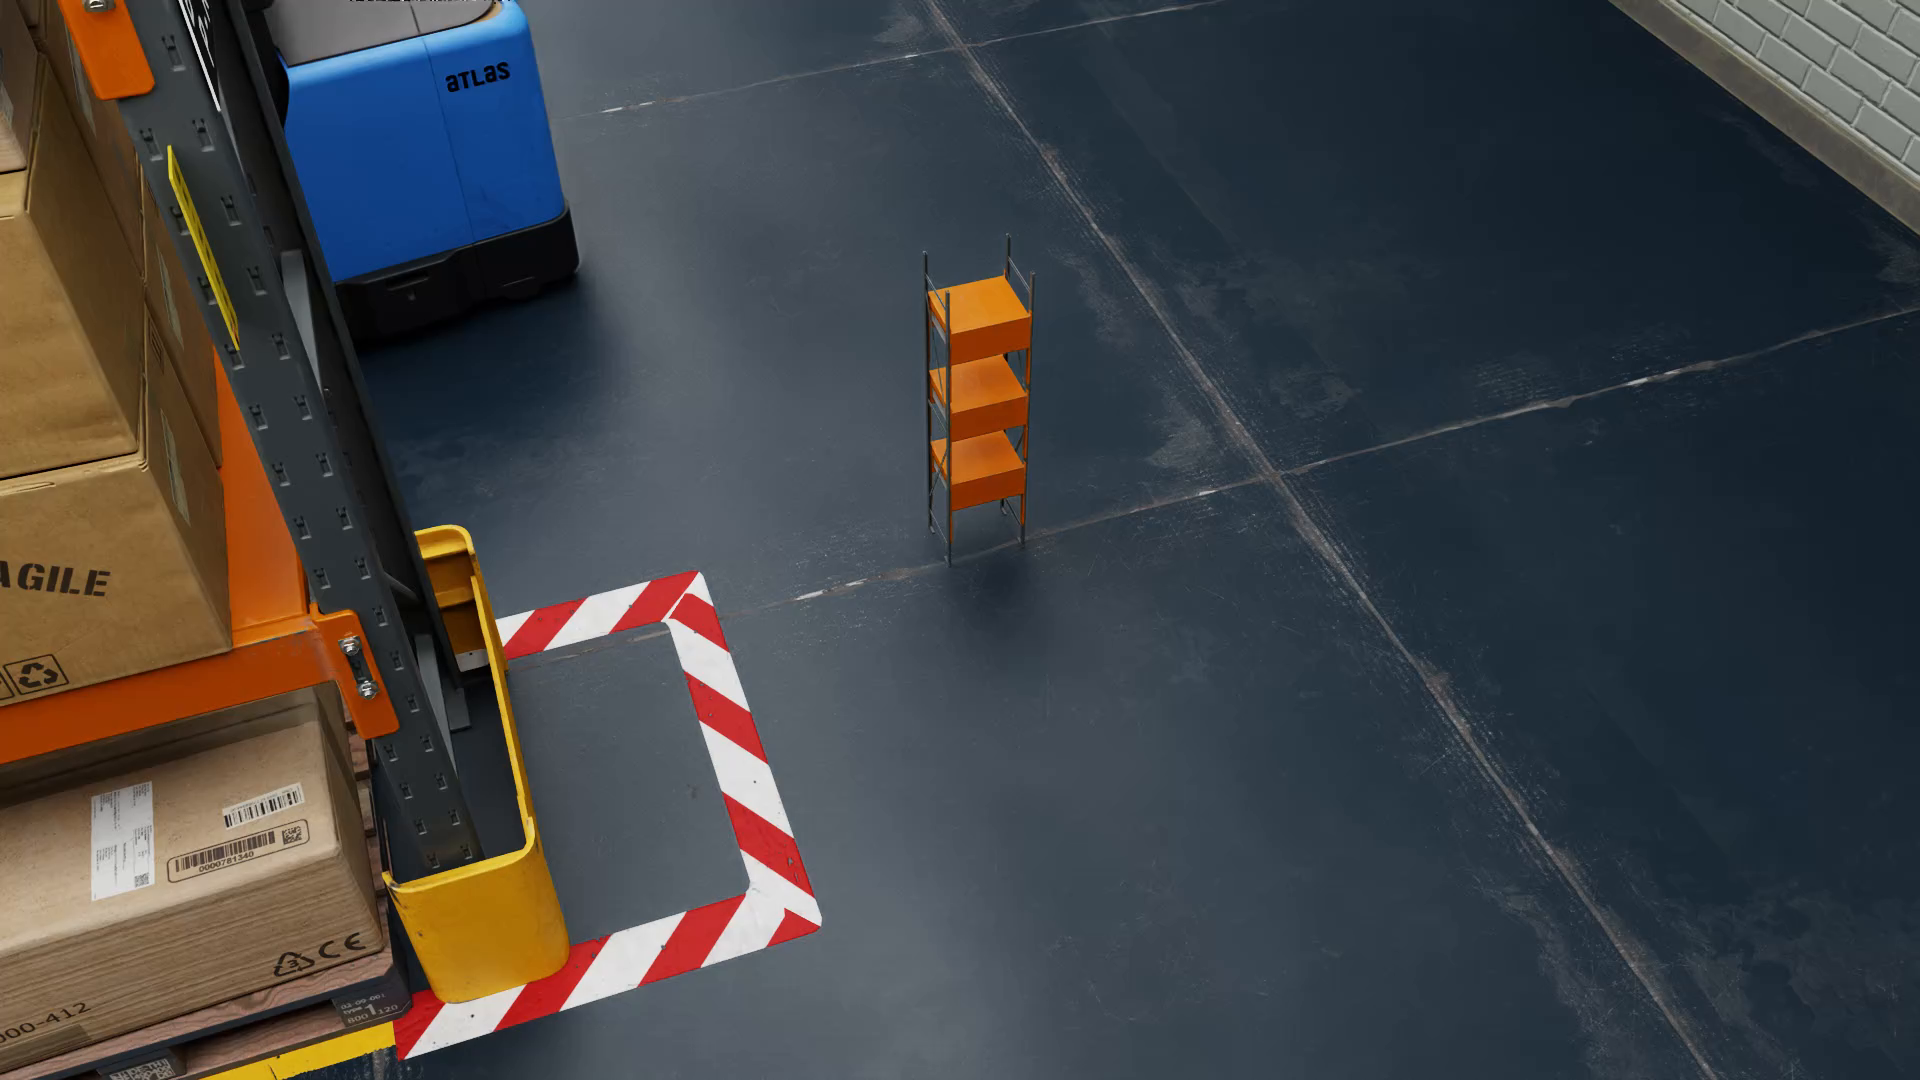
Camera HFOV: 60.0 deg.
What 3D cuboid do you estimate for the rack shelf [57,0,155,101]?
[{"bbox_3d":[-3.232,-0.648,2.169,4.000,0.370,1.077,-14,47,-14],"label":"rack shelf"}]

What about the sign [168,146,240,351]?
[{"bbox_3d":[-1.180,-0.452,2.598,0.005,0.325,0.100,-14,47,-14],"label":"sign"}]

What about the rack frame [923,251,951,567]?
[{"bbox_3d":[-0.064,-0.354,4.862,0.008,1.050,0.200,-14,47,-14],"label":"rack frame"}]

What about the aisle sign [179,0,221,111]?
[{"bbox_3d":[-1.178,-1.053,2.346,0.004,0.787,0.394,-14,47,-14],"label":"aisle sign"}]

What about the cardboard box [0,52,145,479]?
[{"bbox_3d":[-1.723,-0.438,2.792,0.500,0.500,0.500,-13,47,-13],"label":"cardboard box"}]

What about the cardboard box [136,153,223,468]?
[{"bbox_3d":[-1.900,-0.436,3.496,0.500,0.500,0.500,-15,47,-14],"label":"cardboard box"}]

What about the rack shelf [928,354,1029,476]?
[{"bbox_3d":[0.050,-0.376,4.898,0.240,0.259,0.215,-14,47,-14],"label":"rack shelf"}]

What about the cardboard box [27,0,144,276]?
[{"bbox_3d":[-1.899,-0.787,3.140,0.500,0.500,0.500,-15,47,-15],"label":"cardboard box"}]

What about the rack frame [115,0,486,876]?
[{"bbox_3d":[-1.351,-0.324,3.456,0.127,3.000,1.000,-14,47,-14],"label":"rack frame"}]

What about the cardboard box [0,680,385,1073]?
[{"bbox_3d":[-1.938,0.657,3.990,0.875,0.438,0.875,-16,47,-15],"label":"cardboard box"}]

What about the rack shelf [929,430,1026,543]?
[{"bbox_3d":[0.050,-0.180,5.095,0.240,0.259,0.215,-14,47,-14],"label":"rack shelf"}]

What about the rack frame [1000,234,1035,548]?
[{"bbox_3d":[0.165,-0.413,4.920,0.008,1.050,0.200,-14,47,-14],"label":"rack frame"}]

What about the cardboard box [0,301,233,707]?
[{"bbox_3d":[-1.715,-0.067,3.129,0.500,0.500,0.500,-14,47,-14],"label":"cardboard box"}]

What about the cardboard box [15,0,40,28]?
[{"bbox_3d":[-1.779,-1.041,2.935,0.250,0.149,0.380,-13,47,-13],"label":"cardboard box"}]

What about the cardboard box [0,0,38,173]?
[{"bbox_3d":[-1.620,-0.722,2.617,0.250,0.149,0.380,-14,47,-13],"label":"cardboard box"}]

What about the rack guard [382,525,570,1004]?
[{"bbox_3d":[-1.328,0.552,4.347,0.348,0.500,1.175,-14,47,-14],"label":"rack guard"}]

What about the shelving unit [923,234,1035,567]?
[{"bbox_3d":[0.050,-0.383,4.891,0.252,1.050,0.215,-14,47,-14],"label":"shelving unit"}]

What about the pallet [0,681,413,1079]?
[{"bbox_3d":[-2.076,0.904,4.200,1.213,0.211,1.003,-14,47,-14],"label":"pallet"}]

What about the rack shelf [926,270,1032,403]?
[{"bbox_3d":[0.050,-0.576,4.697,0.240,0.259,0.215,-14,47,-14],"label":"rack shelf"}]

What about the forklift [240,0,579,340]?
[{"bbox_3d":[-2.957,-1.795,4.969,3.031,2.935,1.130,-21,49,-20],"label":"forklift"}]

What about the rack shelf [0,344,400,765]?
[{"bbox_3d":[-3.232,0.411,3.231,4.000,0.370,1.077,-14,47,-14],"label":"rack shelf"}]
